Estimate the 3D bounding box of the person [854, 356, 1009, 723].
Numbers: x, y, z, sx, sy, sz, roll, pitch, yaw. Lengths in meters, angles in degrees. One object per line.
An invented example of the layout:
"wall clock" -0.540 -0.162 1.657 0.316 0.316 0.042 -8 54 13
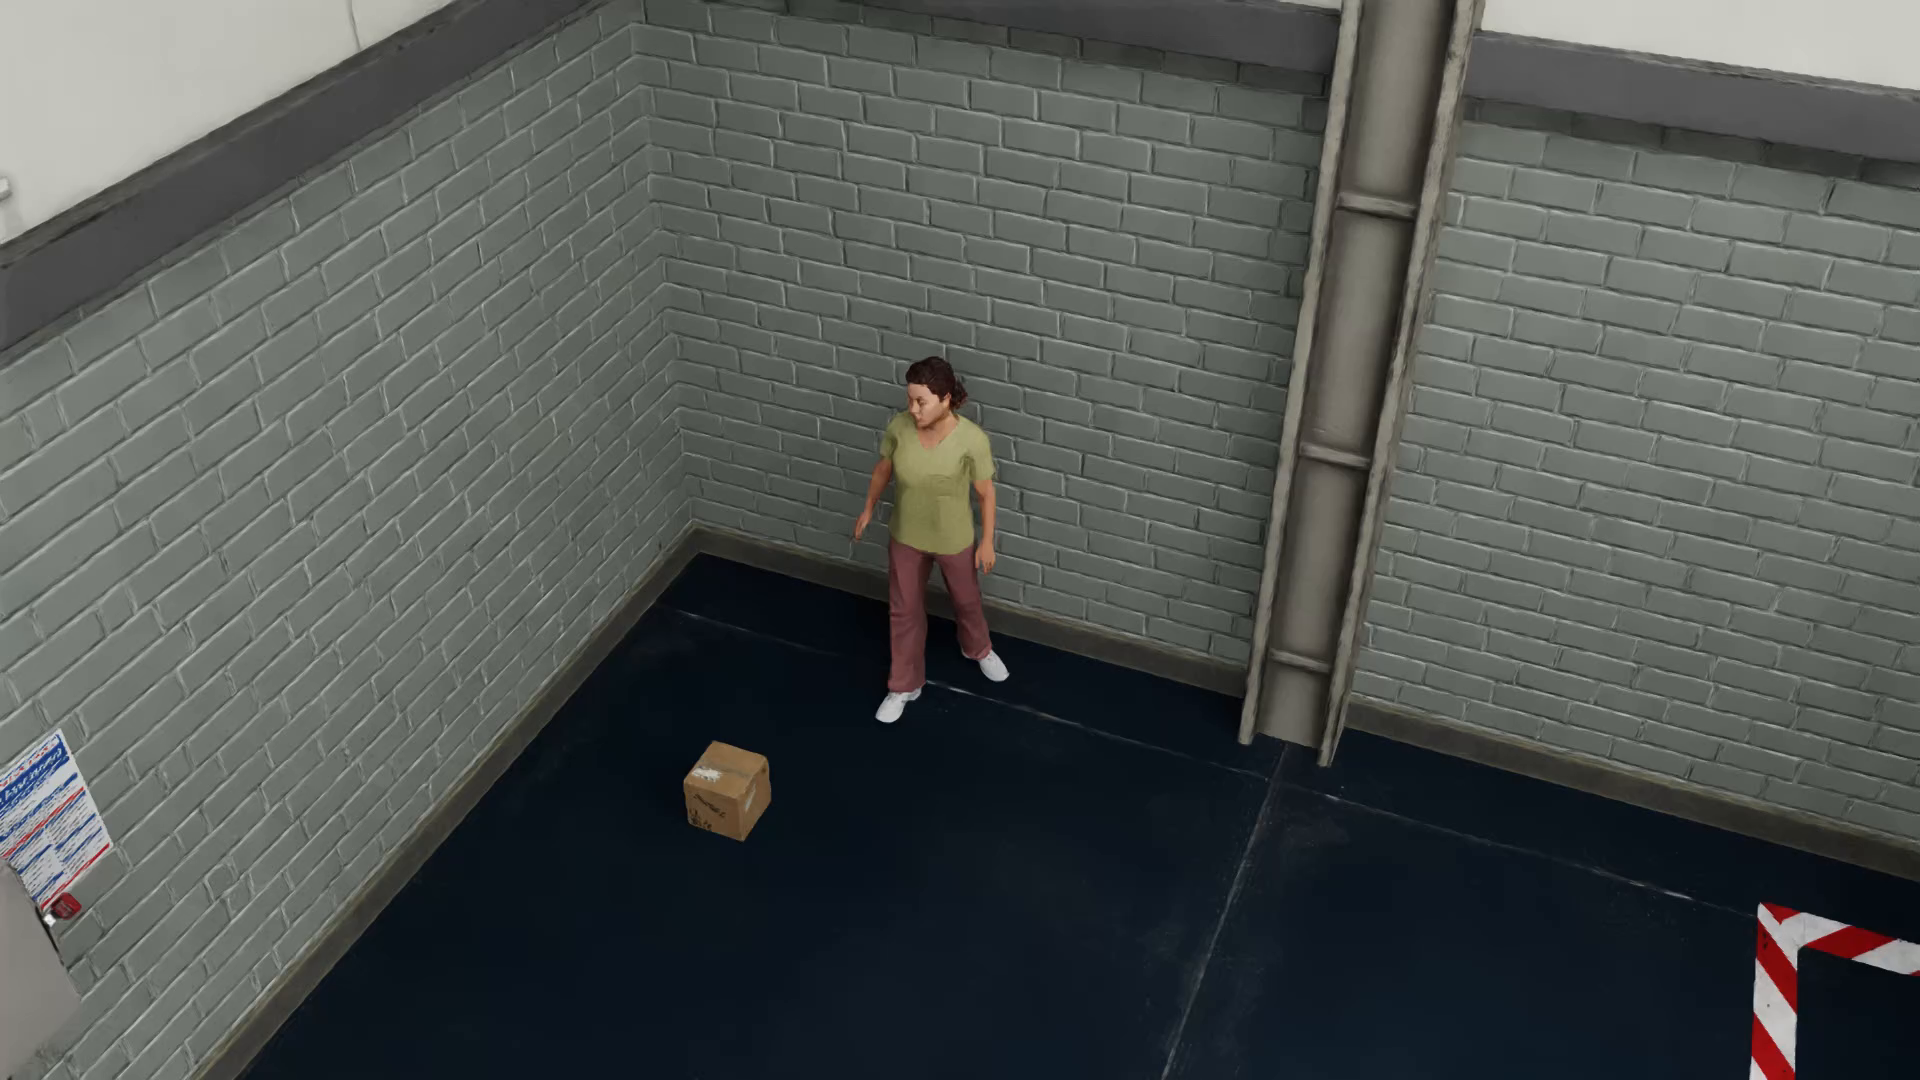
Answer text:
"person" -0.135 -0.013 6.828 0.661 1.667 0.621 10 39 12
